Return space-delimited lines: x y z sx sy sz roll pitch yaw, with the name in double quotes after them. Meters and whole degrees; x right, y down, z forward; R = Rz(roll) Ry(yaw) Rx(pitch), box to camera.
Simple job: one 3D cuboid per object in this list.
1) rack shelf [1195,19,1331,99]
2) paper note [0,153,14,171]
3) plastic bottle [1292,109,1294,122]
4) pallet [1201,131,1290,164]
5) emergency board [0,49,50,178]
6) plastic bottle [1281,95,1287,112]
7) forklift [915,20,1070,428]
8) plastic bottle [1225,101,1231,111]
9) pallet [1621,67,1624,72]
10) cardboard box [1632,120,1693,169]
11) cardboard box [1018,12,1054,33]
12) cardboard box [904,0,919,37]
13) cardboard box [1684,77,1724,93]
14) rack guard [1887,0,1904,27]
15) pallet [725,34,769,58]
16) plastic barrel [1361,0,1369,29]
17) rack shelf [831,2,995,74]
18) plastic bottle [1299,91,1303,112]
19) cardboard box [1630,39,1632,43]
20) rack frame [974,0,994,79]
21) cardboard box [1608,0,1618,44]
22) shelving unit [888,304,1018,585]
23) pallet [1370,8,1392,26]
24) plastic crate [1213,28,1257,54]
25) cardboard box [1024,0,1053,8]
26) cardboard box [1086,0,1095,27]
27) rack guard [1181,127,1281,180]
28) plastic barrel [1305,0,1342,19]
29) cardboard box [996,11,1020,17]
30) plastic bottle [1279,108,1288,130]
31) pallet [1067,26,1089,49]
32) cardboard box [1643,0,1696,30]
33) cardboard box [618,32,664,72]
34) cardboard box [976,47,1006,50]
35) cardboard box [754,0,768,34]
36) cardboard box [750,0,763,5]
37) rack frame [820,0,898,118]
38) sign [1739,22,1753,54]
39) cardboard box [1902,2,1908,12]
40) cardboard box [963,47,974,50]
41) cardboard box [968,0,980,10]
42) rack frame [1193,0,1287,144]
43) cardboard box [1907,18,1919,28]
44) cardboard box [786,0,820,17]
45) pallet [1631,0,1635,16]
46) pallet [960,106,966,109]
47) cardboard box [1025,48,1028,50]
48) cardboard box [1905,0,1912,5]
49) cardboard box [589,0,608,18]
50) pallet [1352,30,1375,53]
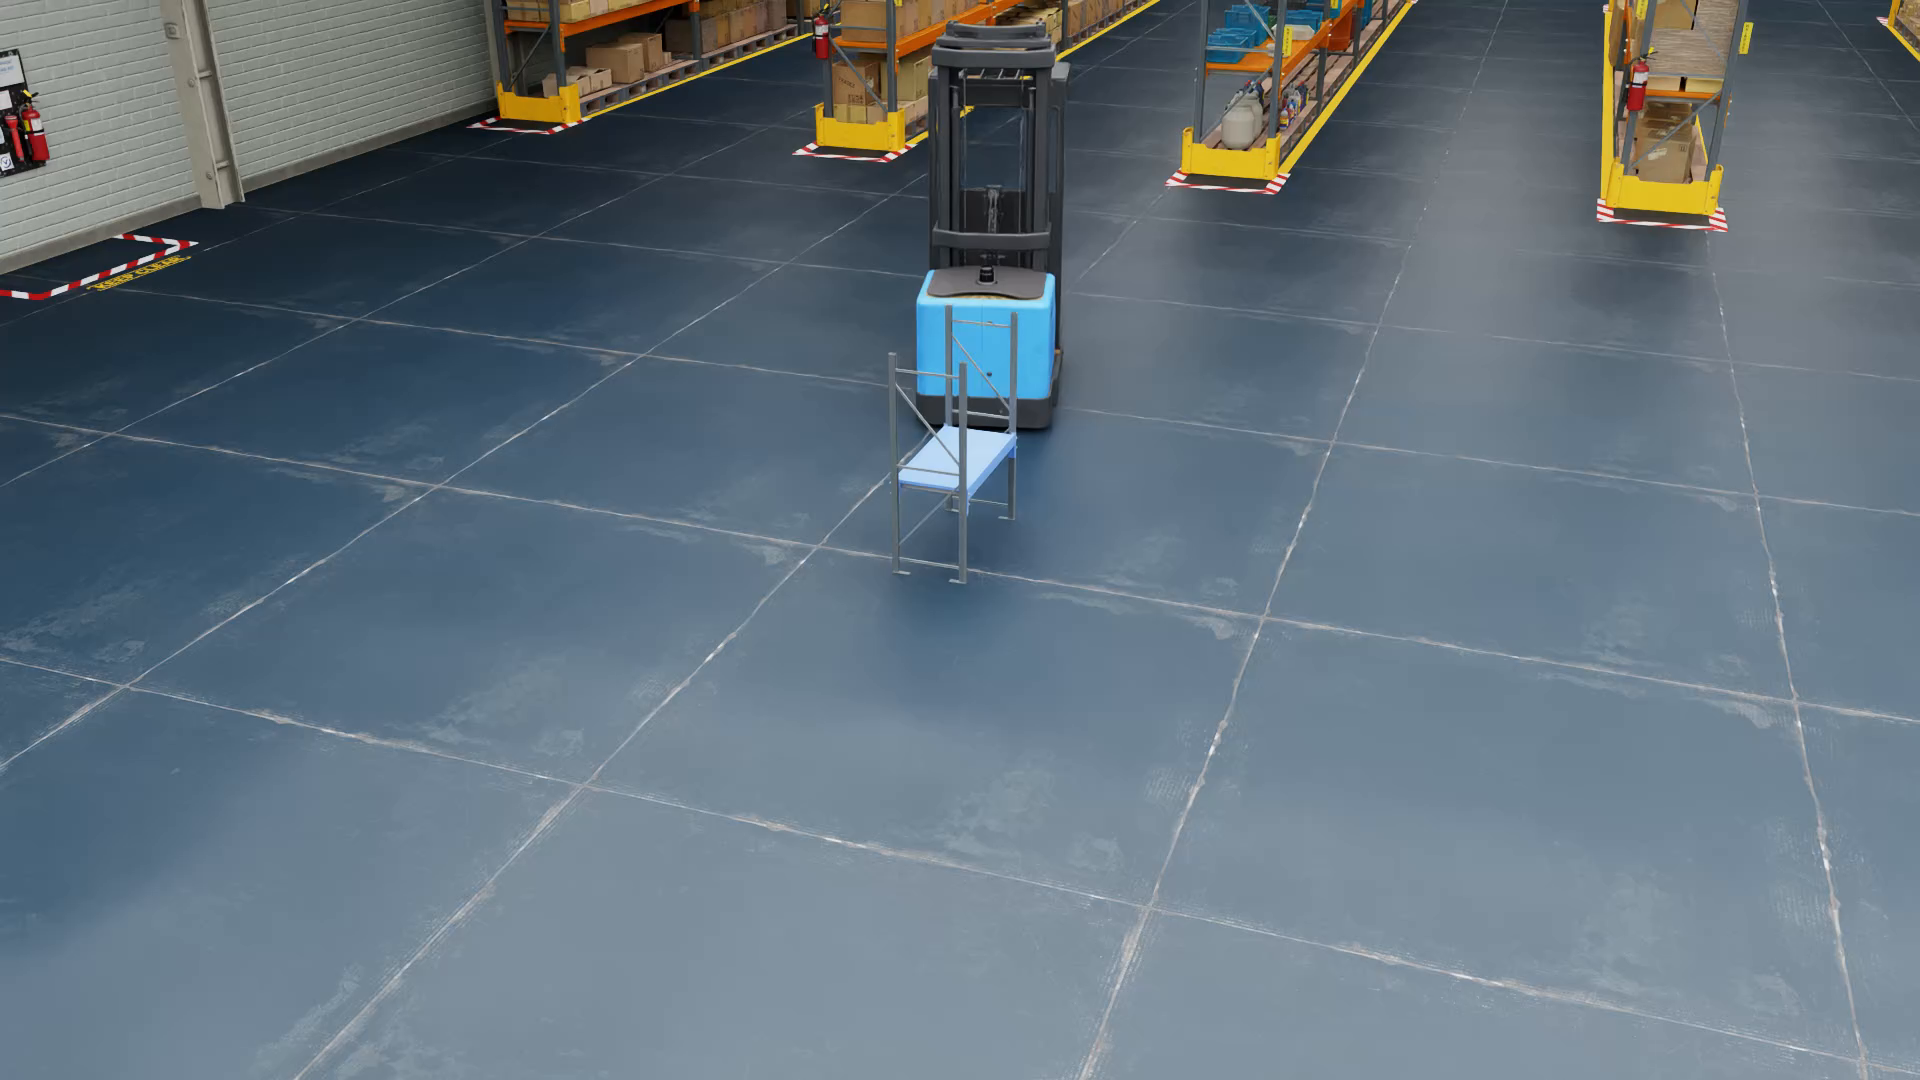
4.027 -6.366 21.782 1.077 0.370 4.000 9 27 17 "rack shelf"
-9.542 -3.783 16.632 0.016 0.148 0.142 9 27 17 "paper note"
4.439 -5.729 22.347 0.097 0.201 0.097 0 26 0 "plastic bottle"
3.618 -4.984 21.302 1.003 0.211 1.213 9 27 17 "pallet"
-9.418 -4.242 16.570 0.194 1.169 0.643 9 27 17 "emergency board"
4.421 -5.918 22.644 0.061 0.283 0.133 9 27 17 "plastic bottle"
0.316 -2.793 13.656 1.130 2.935 3.031 2 26 5 "forklift"
3.581 -5.713 22.219 0.061 0.283 0.133 9 27 19 "plastic bottle"
11.028 -7.495 26.489 1.003 0.211 1.213 9 27 17 "pallet"
8.423 -4.719 19.940 0.500 0.500 0.500 17 30 31 "cardboard box"
1.245 -8.614 27.629 0.500 0.311 0.500 8 27 17 "cardboard box"
-0.970 -7.039 22.232 0.700 0.500 0.500 9 27 19 "cardboard box"
8.352 -5.119 18.670 0.380 0.149 0.250 9 27 17 "cardboard box"
17.975 -9.808 30.933 1.175 0.500 0.348 9 27 17 "rack guard"
-3.988 -8.517 28.598 1.003 0.211 1.213 9 27 17 "pallet"
6.922 -9.532 29.421 0.600 0.901 0.708 9 27 17 "plastic barrel"
-0.642 -7.086 23.269 1.077 0.370 4.000 9 27 17 "rack shelf"
4.672 -6.029 22.872 0.061 0.283 0.133 11 28 21 "plastic bottle"
8.913 -6.535 21.593 0.380 0.149 0.250 9 27 17 "cardboard box"
0.023 -8.232 24.810 1.000 3.000 0.127 9 27 17 "rack frame"
11.535 -8.681 27.693 1.225 0.875 0.875 8 27 16 "cardboard box"
-0.028 -0.640 10.851 0.538 1.500 1.048 9 27 17 "shelving unit"
7.563 -9.852 31.356 1.003 0.211 1.213 9 27 17 "pallet"
3.468 -6.316 21.024 0.499 0.251 0.408 9 27 17 "plastic crate"
1.444 -9.367 29.518 0.500 0.500 0.500 10 28 19 "cardboard box"
2.116 -9.515 29.824 0.500 0.500 0.500 8 27 17 "cardboard box"
3.343 -4.781 20.551 1.175 0.500 0.348 9 27 17 "rack guard"
5.107 -7.852 23.451 0.600 0.901 0.708 9 27 17 "plastic barrel"
0.736 -8.690 27.785 0.500 0.311 0.500 8 27 16 "cardboard box"
4.259 -5.538 21.872 0.097 0.271 0.097 0 26 0 "plastic bottle"
1.638 -8.922 29.435 1.003 0.211 1.213 9 27 17 "pallet"
7.982 -6.041 18.681 0.500 0.500 0.500 9 27 17 "cardboard box"
-4.957 -7.589 25.846 0.500 0.500 0.500 7 27 14 "cardboard box"
0.395 -7.569 25.471 0.500 0.311 0.500 9 27 18 "cardboard box"
-3.790 -9.167 29.105 0.700 0.500 0.500 9 27 17 "cardboard box"
-3.758 -9.474 28.879 0.500 0.250 0.500 9 27 18 "cardboard box"
-1.308 -6.588 21.415 1.000 3.000 0.127 9 27 17 "rack frame"
8.544 -5.461 18.093 0.100 0.325 0.005 9 27 17 "sign"
17.440 -9.722 30.335 0.380 0.149 0.250 9 27 17 "cardboard box"
-0.103 -7.095 24.274 0.500 0.500 0.500 9 27 17 "cardboard box"
-0.119 -8.094 24.409 0.700 0.500 0.500 8 27 16 "cardboard box"
3.362 -5.868 19.928 1.000 3.000 0.127 9 27 17 "rack frame"
17.090 -9.181 29.560 0.380 0.149 0.250 7 27 15 "cardboard box"
-2.950 -10.097 30.647 0.750 0.750 0.750 8 27 17 "cardboard box"
10.075 -7.532 23.584 1.003 0.211 1.213 9 27 17 "pallet"
-0.281 -6.656 24.755 1.003 0.211 1.213 9 27 17 "pallet"
0.902 -7.945 26.891 0.500 0.250 0.500 9 27 18 "cardboard box"
17.323 -9.756 30.065 0.380 0.149 0.250 9 27 17 "cardboard box"
-5.359 -7.616 23.687 0.500 0.250 0.500 8 27 16 "cardboard box"
6.655 -8.730 29.039 1.003 0.211 1.213 9 27 17 "pallet"
